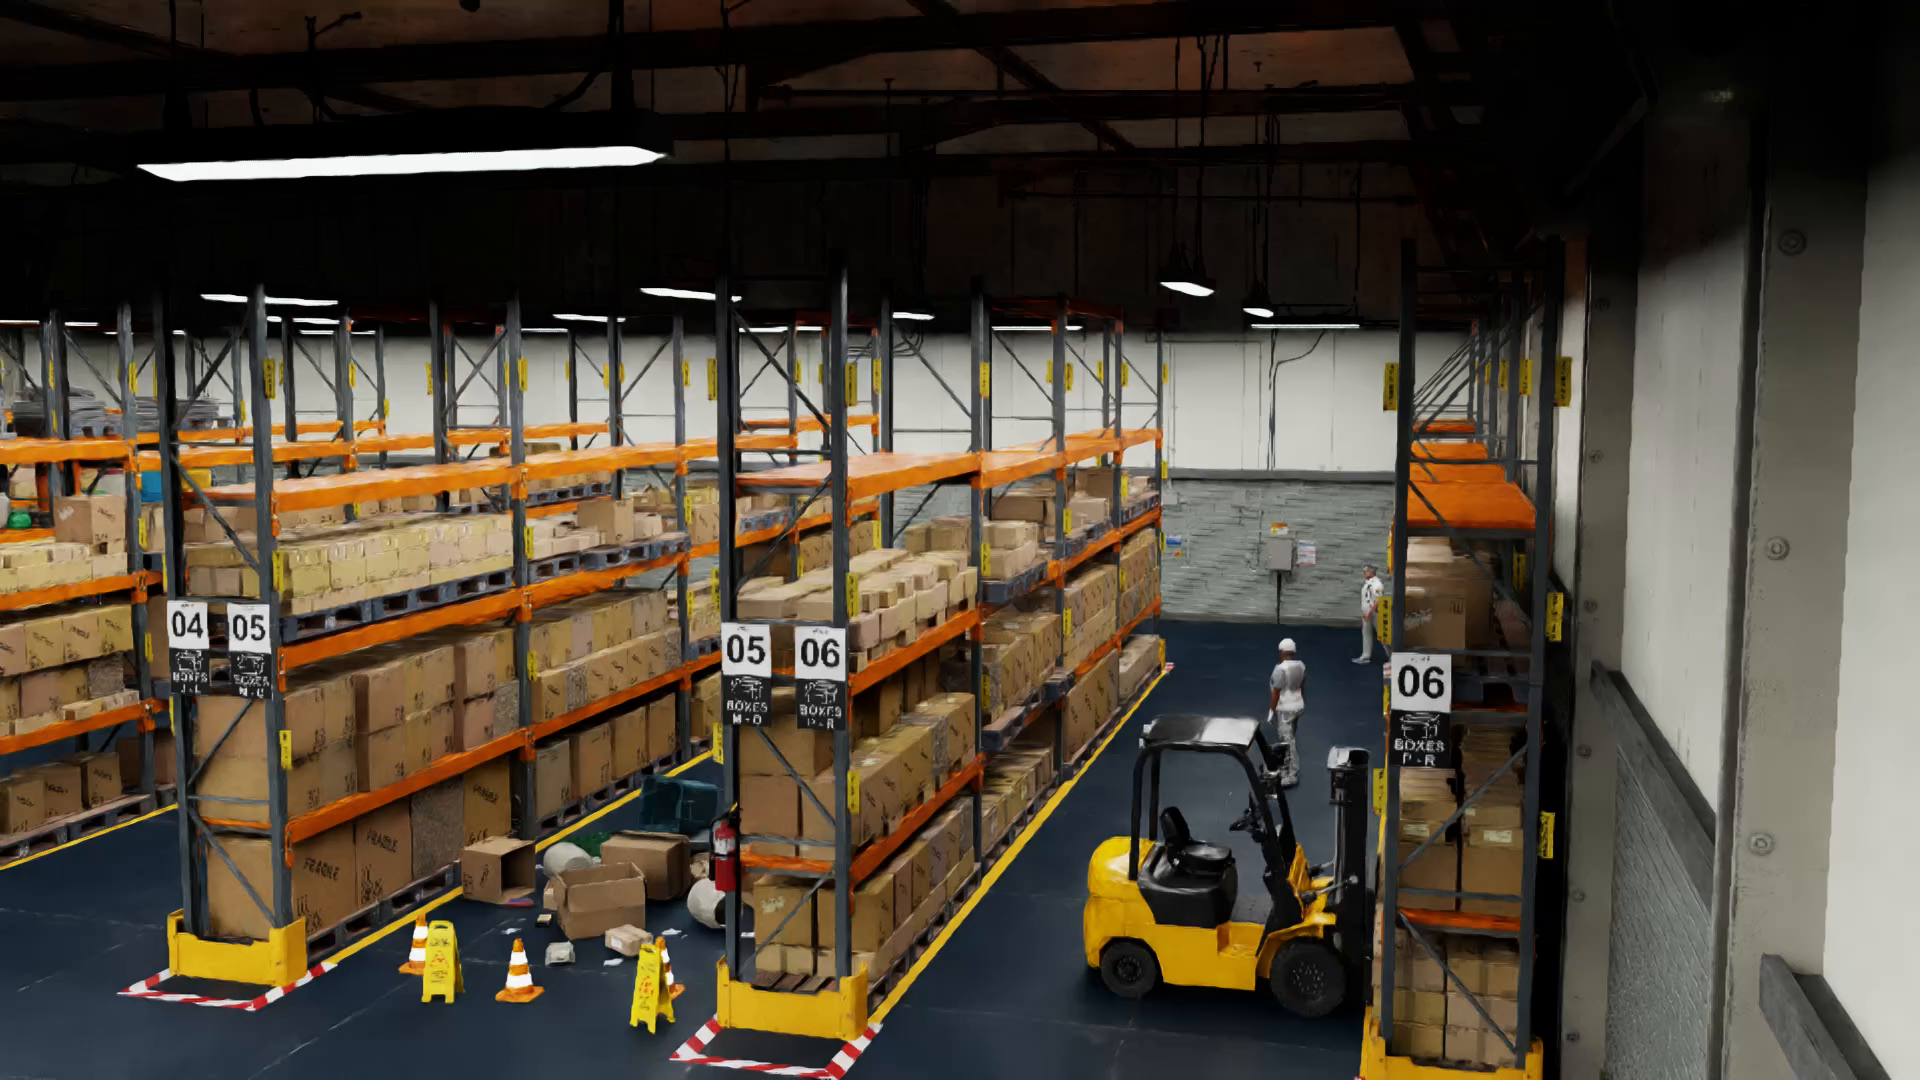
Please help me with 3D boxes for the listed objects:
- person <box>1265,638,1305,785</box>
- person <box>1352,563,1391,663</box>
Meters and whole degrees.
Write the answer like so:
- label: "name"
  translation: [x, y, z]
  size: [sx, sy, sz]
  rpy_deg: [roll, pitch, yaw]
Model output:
- label: "person"
  translation: [4.019, 2.091, 20.589]
  size: [0.589, 1.782, 0.676]
  rpy_deg: [5, 8, 38]
- label: "person"
  translation: [7.180, 1.264, 28.730]
  size: [0.718, 1.738, 0.570]
  rpy_deg: [-1, 6, -12]
